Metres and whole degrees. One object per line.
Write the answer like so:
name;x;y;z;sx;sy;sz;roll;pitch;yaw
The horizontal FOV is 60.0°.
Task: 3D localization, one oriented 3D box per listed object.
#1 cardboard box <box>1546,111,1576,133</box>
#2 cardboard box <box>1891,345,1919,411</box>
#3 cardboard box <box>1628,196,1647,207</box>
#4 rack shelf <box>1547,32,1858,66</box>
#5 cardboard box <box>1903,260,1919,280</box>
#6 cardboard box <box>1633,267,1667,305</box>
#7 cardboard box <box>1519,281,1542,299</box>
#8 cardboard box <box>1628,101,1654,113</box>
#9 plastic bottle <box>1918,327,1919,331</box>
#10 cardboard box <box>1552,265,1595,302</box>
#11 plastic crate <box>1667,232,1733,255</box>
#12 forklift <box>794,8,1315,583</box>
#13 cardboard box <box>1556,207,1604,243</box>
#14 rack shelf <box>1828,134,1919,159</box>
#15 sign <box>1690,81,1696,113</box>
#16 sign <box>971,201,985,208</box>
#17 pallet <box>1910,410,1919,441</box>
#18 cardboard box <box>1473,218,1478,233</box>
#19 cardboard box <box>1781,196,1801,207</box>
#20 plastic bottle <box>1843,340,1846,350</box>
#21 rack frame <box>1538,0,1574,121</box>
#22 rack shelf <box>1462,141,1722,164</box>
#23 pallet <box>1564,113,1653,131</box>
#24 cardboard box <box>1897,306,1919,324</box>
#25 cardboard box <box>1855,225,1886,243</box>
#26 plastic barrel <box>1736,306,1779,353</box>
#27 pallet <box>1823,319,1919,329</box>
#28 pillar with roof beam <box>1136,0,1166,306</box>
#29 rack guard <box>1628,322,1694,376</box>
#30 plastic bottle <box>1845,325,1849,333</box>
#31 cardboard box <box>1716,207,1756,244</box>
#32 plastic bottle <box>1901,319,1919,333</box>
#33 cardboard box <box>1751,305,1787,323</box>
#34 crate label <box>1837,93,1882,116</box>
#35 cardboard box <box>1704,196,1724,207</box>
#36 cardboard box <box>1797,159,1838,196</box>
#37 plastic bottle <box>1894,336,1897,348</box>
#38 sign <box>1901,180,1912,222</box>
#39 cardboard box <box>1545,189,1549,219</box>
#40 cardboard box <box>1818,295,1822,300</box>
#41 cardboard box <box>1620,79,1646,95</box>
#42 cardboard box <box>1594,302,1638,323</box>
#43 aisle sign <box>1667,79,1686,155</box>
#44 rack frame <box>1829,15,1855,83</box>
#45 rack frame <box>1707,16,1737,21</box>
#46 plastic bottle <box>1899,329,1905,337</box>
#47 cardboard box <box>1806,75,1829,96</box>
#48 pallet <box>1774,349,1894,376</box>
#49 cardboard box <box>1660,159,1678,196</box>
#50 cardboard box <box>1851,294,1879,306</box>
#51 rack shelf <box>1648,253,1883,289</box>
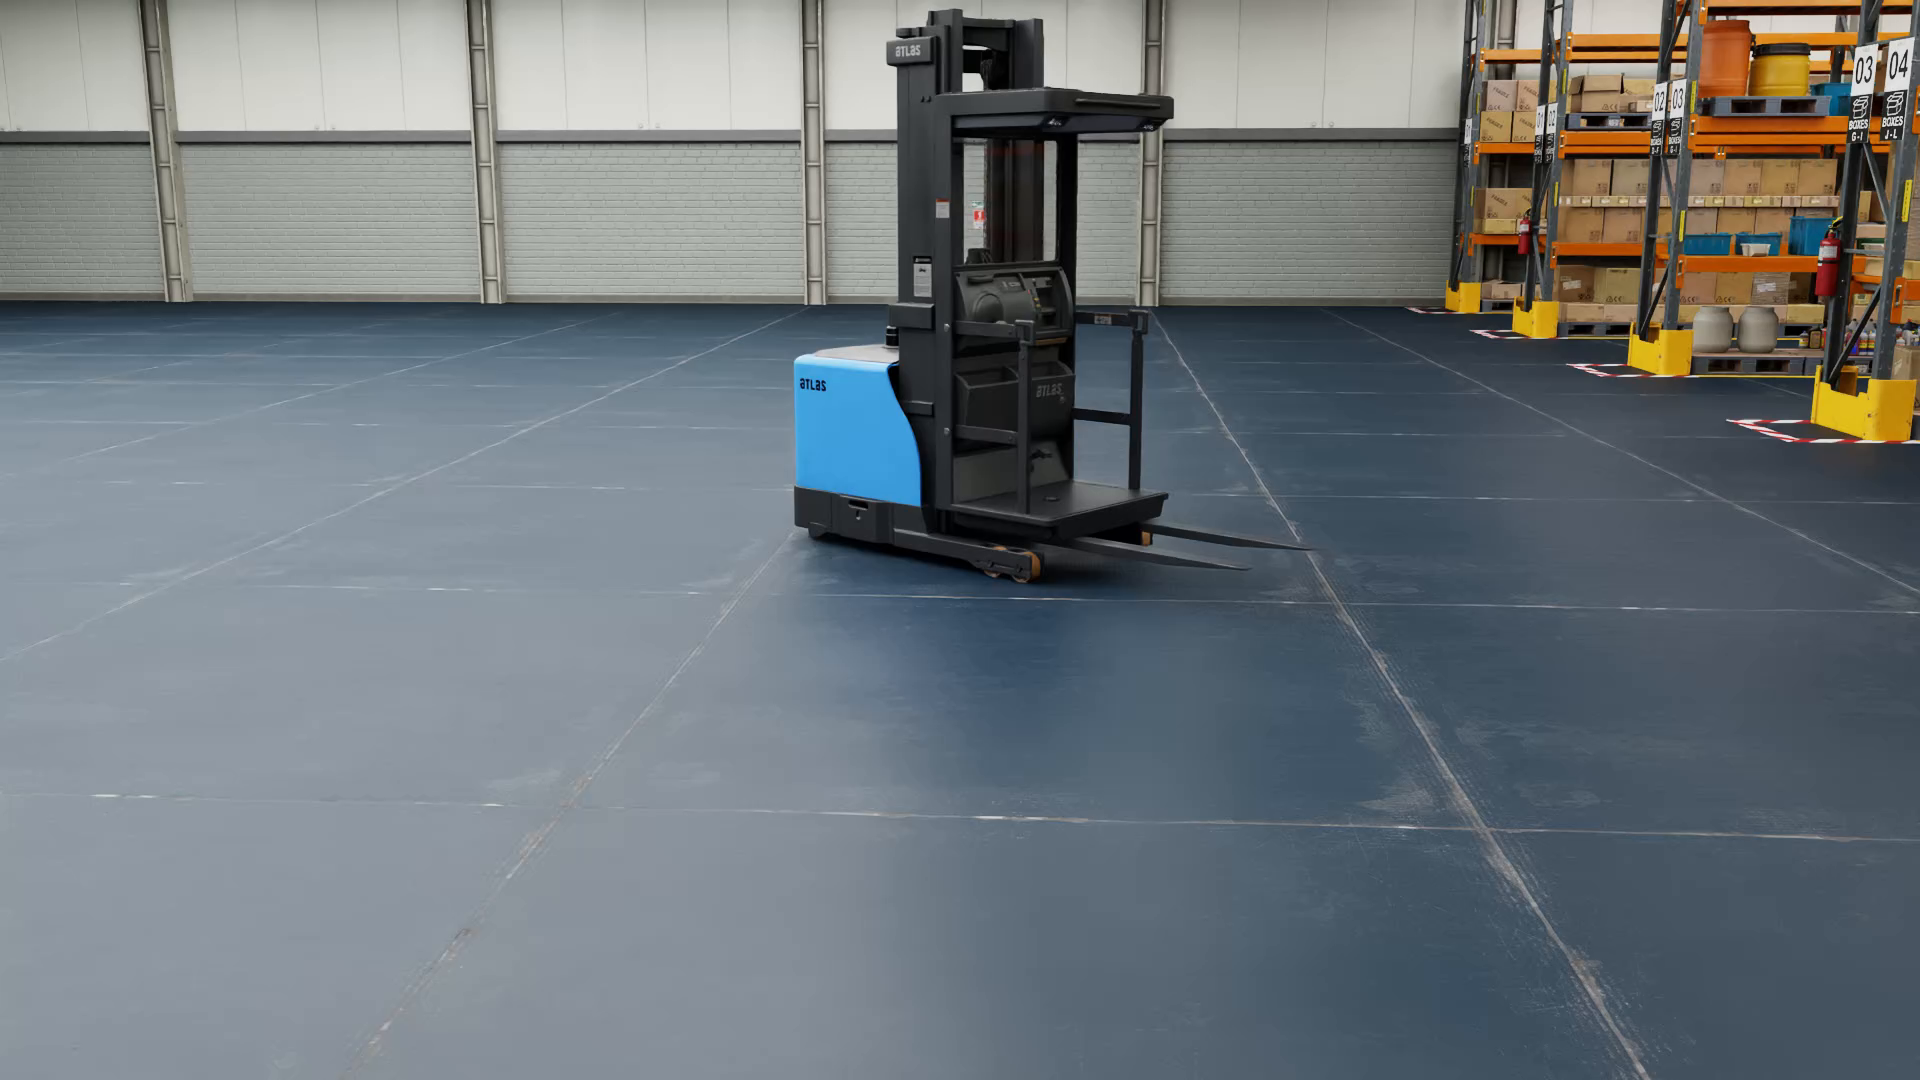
cardboard box;9.968;-6.887;27.745;0.500;0.500;0.500;1;12;6
cardboard box;8.228;-1.371;14.073;0.500;0.500;0.500;3;12;14
cardboard box;9.413;-4.731;23.228;0.250;0.149;0.380;1;12;3
rack shelf;10.268;-6.785;22.962;4.000;0.370;1.077;1;12;4
cardboard box;7.875;-2.225;13.692;0.250;0.149;0.380;1;12;4
cardboard box;9.791;-3.587;23.450;0.500;0.500;0.500;1;12;4
cardboard box;9.852;-4.300;28.490;0.500;0.311;0.500;2;12;8
cardboard box;9.434;-5.991;23.004;0.250;0.149;0.380;1;12;4
plastic bottle;10.998;-2.311;19.077;0.097;0.271;0.097;0;12;0
cardboard box;8.827;-3.704;24.009;0.500;0.500;0.500;1;12;4
plastic crate;8.457;-3.394;19.029;0.616;0.251;0.499;1;12;4
forklift;0.459;-1.331;8.975;3.031;2.935;1.130;10;16;40
cardboard box;8.737;-4.464;23.539;0.500;0.500;0.700;1;12;4
rack shelf;14.259;-5.458;22.966;4.000;0.370;1.077;1;12;4
sign;7.896;-4.773;17.910;0.005;0.325;0.100;1;12;4
sign;0.365;-6.031;29.890;0.331;0.109;0.001;1;12;4
pallet;8.490;-1.016;14.110;1.213;0.211;1.003;1;12;4
cardboard box;9.079;-5.406;28.602;0.500;0.250;0.500;1;12;5
cardboard box;11.469;-4.703;23.095;0.250;0.149;0.380;0;12;2
plastic bottle;9.829;-2.168;18.566;0.097;0.201;0.097;0;12;0
rack frame;8.272;-7.361;22.978;0.127;3.000;1.000;1;12;4
rack shelf;10.595;-6.525;28.066;4.000;0.370;1.077;1;12;4
pallet;8.976;-5.834;23.222;1.213;0.211;1.003;1;12;4
cardboard box;13.159;-3.166;23.266;0.500;0.250;0.500;1;12;5
cardboard box;12.757;-4.298;23.356;0.500;0.250;0.500;2;12;7
plastic barrel;9.099;-2.400;18.965;0.421;0.512;0.421;0;12;0
pallet;13.001;-3.002;23.606;1.213;0.211;1.003;1;12;4
pillar with roof beam;3.081;-7.742;24.803;0.400;9.000;9.100;1;12;4
rack guard;8.016;-2.197;19.052;0.348;0.500;1.175;1;12;4
plastic bottle;10.187;-2.348;19.244;0.135;0.276;0.152;0;12;2
cardboard box;10.793;-4.437;23.408;0.500;0.500;0.700;1;12;5
plastic bottle;10.962;-2.375;19.190;0.185;0.351;0.144;0;12;1
cardboard box;11.288;-3.200;23.428;0.500;0.250;0.500;1;12;4
crate label;9.783;-4.715;18.018;0.408;0.251;0.502;1;12;4
cardboard box;10.445;-4.717;23.161;0.250;0.149;0.380;1;12;6
cardboard box;11.820;-5.058;23.210;0.500;0.500;0.700;1;12;4
plastic bottle;10.369;-2.195;18.524;0.097;0.271;0.097;0;12;0
sign;7.570;-2.713;13.299;0.005;0.325;0.100;1;12;4
cardboard box;10.063;-5.655;27.960;0.500;0.500;0.500;0;12;2
cardboard box;14.351;-4.355;28.290;0.500;0.500;0.700;1;12;4
cardboard box;11.003;-7.360;27.564;0.500;0.500;0.500;0;12;2
cardboard box;9.291;-3.225;23.549;0.500;0.250;0.500;1;12;4
aisle sign;7.846;-4.626;18.207;0.004;0.787;0.394;1;12;4
rack frame;12.263;-7.306;22.716;0.127;3.000;1.000;1;12;4
rack frame;12.590;-8.318;27.554;0.127;3.000;1.000;1;12;4
plastic bottle;10.597;-2.225;18.639;0.133;0.283;0.061;1;12;4
cardboard box;11.778;-6.221;23.246;0.500;0.500;0.500;2;12;8
pallet;10.040;-2.027;18.940;1.213;0.211;1.003;1;12;4
cardboard box;9.818;-5.086;23.341;0.500;0.500;0.700;1;12;4
cardboard box;12.659;-3.447;23.241;0.500;0.311;0.500;1;12;4
rack shelf;9.933;-3.033;18.698;4.000;0.370;1.077;1;12;4
